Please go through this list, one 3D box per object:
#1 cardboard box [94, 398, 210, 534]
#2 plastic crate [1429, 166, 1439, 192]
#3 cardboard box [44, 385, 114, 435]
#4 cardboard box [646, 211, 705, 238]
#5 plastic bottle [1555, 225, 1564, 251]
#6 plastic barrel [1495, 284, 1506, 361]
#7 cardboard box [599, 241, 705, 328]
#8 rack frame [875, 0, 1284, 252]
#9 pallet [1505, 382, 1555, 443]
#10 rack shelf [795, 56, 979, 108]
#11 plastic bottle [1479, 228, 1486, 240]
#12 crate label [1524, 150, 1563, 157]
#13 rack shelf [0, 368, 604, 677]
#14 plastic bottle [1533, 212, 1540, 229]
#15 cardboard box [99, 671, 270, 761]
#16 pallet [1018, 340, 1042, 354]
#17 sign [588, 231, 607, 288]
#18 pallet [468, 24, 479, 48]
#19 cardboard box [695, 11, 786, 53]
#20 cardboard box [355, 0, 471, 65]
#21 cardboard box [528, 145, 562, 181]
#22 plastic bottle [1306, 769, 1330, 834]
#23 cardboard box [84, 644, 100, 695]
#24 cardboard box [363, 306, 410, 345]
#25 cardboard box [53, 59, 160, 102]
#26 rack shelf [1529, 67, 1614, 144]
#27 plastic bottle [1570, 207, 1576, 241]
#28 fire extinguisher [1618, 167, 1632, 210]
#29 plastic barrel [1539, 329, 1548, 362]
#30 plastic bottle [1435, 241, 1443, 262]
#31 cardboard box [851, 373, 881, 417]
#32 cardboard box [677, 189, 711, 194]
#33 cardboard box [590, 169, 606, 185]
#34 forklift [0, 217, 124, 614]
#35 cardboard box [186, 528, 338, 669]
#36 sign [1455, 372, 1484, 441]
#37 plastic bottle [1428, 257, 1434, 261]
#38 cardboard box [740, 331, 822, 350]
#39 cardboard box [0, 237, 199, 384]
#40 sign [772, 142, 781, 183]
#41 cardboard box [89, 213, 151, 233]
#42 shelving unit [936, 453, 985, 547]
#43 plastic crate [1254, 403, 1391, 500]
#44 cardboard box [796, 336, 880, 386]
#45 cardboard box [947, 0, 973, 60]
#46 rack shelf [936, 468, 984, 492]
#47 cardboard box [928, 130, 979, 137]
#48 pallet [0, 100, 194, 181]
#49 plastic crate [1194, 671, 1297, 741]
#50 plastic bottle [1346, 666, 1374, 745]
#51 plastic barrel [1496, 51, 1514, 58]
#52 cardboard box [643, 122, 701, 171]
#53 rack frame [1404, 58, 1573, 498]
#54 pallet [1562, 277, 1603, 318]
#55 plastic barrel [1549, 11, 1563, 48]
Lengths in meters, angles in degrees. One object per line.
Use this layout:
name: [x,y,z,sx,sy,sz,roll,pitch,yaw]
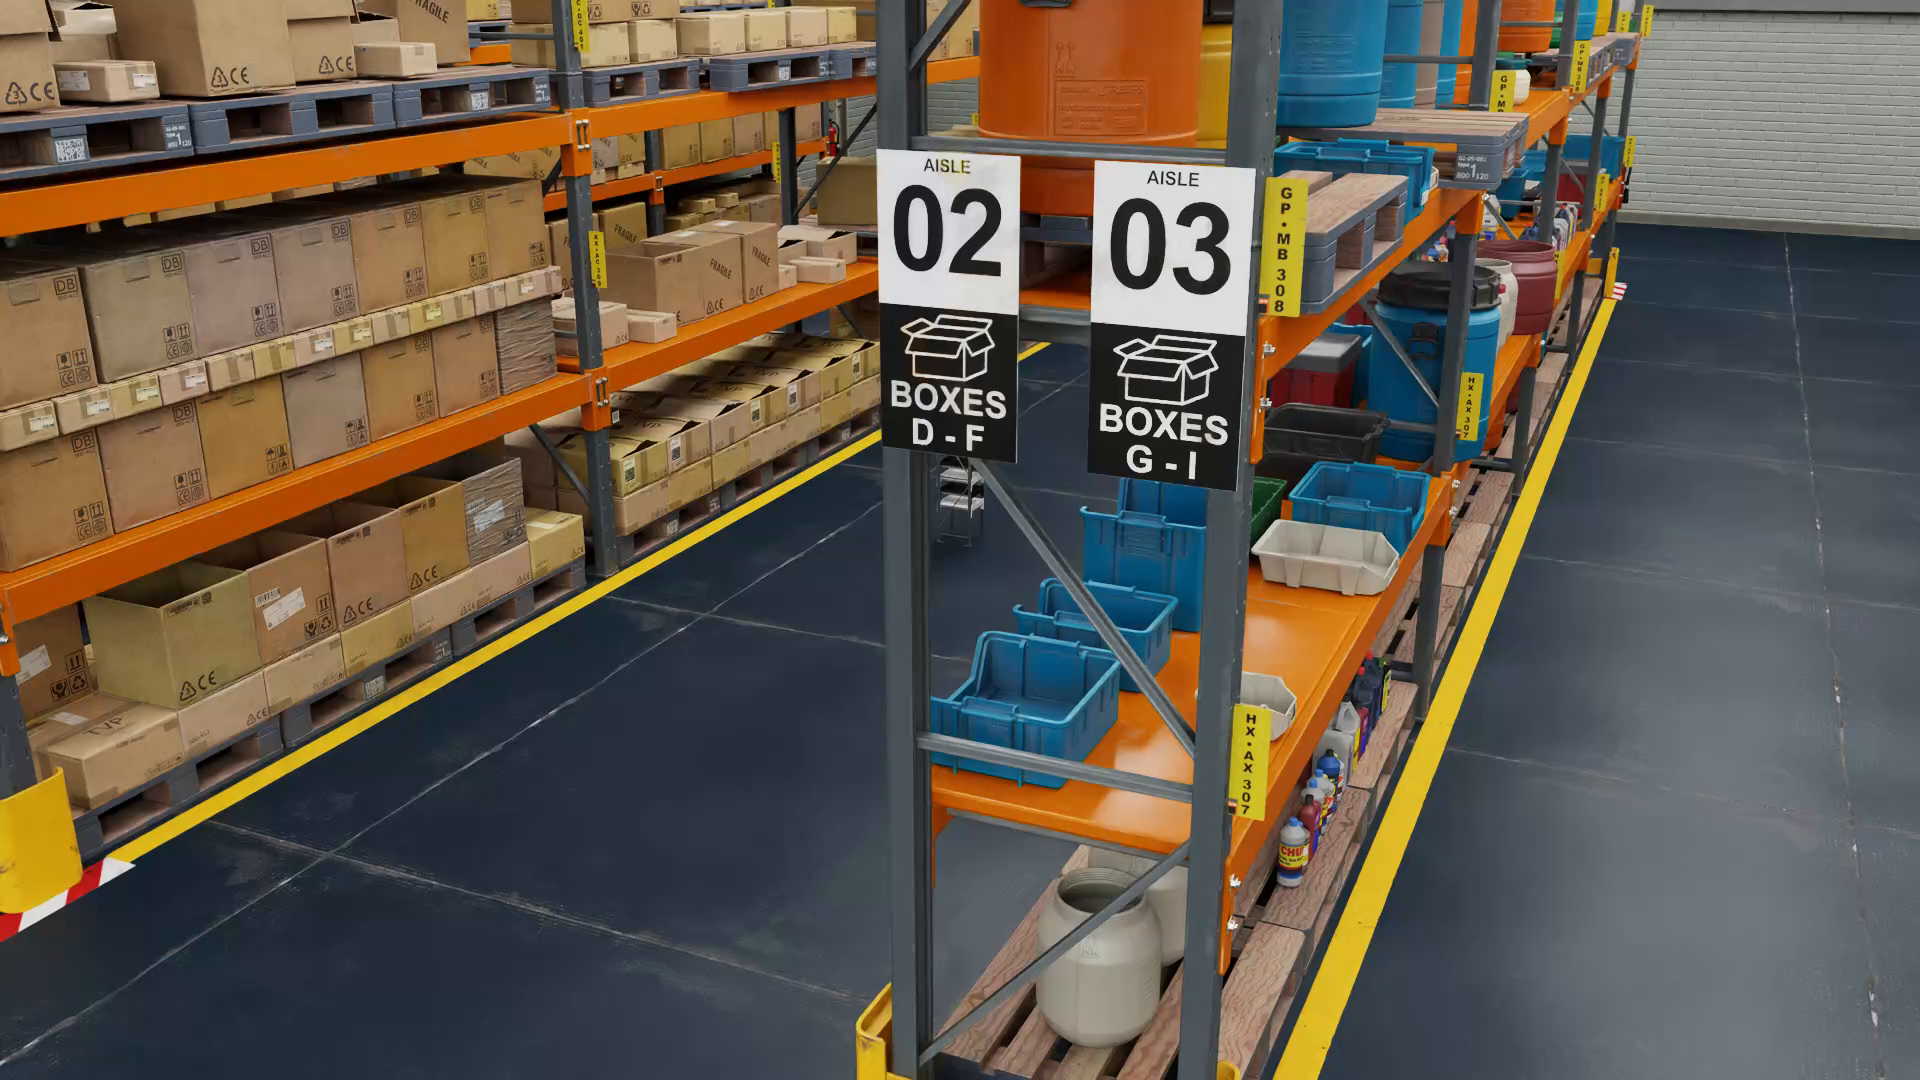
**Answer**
cardboard box: [-3.836,-0.385,7.425,0.700,0.500,0.500,9,22,24]
plastic crate: [1.618,-1.321,6.122,0.243,0.136,0.396,9,21,23]
cardboard box: [-3.786,-0.560,6.949,0.380,0.149,0.250,8,21,21]
cardboard box: [-3.456,-3.617,19.767,0.700,0.500,0.500,9,21,23]
plastic bottle: [4.810,-2.422,13.488,0.152,0.276,0.135,9,21,23]
plastic barrel: [2.976,-1.261,9.834,0.433,0.535,0.433,0,20,0]
cardboard box: [-2.066,-1.699,11.121,0.500,0.500,0.500,10,22,27]
rack frame: [0.268,-2.181,3.673,1.000,3.000,0.127,9,21,23]
pallet: [4.330,-1.105,13.761,1.003,0.211,1.213,9,21,23]
rack shelf: [-0.154,-4.167,14.806,1.077,0.370,4.000,9,21,23]
plastic bottle: [4.293,-2.475,13.748,0.097,0.201,0.097,0,20,0]
crate label: [6.419,-4.165,18.364,0.416,0.233,0.303,9,21,23]
rack shelf: [-3.430,-0.308,8.432,1.077,0.370,4.000,9,21,23]
plastic bottle: [4.897,-2.637,13.982,0.144,0.351,0.185,9,21,23]
cardboard box: [-3.625,0.775,7.789,0.500,0.250,0.500,9,21,23]
pallet: [0.366,-2.136,16.661,1.003,0.211,1.213,9,21,23]
sign: [-2.104,-1.628,9.660,0.100,0.325,0.005,9,21,23]
pallet: [-5.279,-4.688,15.480,1.213,0.211,1.003,10,22,25]
cardboard box: [-1.550,-3.539,11.564,0.500,0.250,0.500,8,21,22]
cardboard box: [-3.058,-2.865,9.086,0.500,0.500,0.500,10,22,27]
cardboard box: [-4.428,-3.940,16.949,0.500,0.500,0.500,9,22,24]
plastic bottle: [1.476,1.077,6.880,0.097,0.271,0.097,0,20,0]
cardboard box: [-4.105,0.703,7.992,0.500,0.250,0.500,9,21,23]
cardboard box: [-3.048,-1.111,8.498,0.380,0.149,0.250,9,22,24]
cardboard box: [-3.606,-1.930,6.981,0.380,0.149,0.250,9,21,23]
rack shelf: [4.363,-3.486,12.892,1.077,0.370,4.000,9,21,23]
plastic bottle: [5.263,-2.726,14.332,0.061,0.283,0.133,9,21,23]
fire extinguisher: [7.297,-4.018,18.461,0.296,0.674,0.183,9,21,23]
plastic barrel: [4.944,-2.068,14.813,0.600,0.901,0.708,9,21,23]
plastic bottle: [3.639,-2.144,12.714,0.097,0.271,0.097,0,20,0]
cardboard box: [-0.966,-1.189,13.313,0.500,0.250,0.500,9,22,24]
cardboard box: [-3.271,-4.225,20.508,0.380,0.149,0.250,9,21,23]
cardboard box: [-4.020,-3.889,17.773,0.380,0.149,0.250,9,21,23]
forklift: [-5.193,-1.254,10.121,1.130,2.935,3.031,8,21,22]
cardboard box: [-3.430,0.268,8.097,0.500,0.500,0.500,9,21,23]
sign: [2.404,-0.629,7.848,0.100,0.325,0.005,9,21,23]
plastic bottle: [3.519,-2.022,12.474,0.097,0.201,0.097,0,20,0]
cardboard box: [-1.455,-1.528,13.428,0.500,0.311,0.500,9,22,25]
cardboard box: [-3.814,-1.013,7.254,0.700,0.500,0.500,8,21,21]
sign: [-1.472,-3.061,13.489,0.100,0.325,0.005,9,21,23]
cardboard box: [-6.657,-2.512,12.750,0.700,0.500,0.500,11,22,28]
shelving unit: [0.003,-0.426,10.825,0.258,0.900,0.210,9,21,23]
plastic crate: [1.576,-0.406,7.726,0.767,0.338,0.504,9,21,23]
cardboard box: [-0.963,-1.454,13.220,0.500,0.311,0.500,9,22,24]
cardboard box: [-0.403,-4.394,14.223,0.910,0.500,0.500,9,21,23]
rack shelf: [0.003,-0.395,10.836,0.258,0.077,0.200,9,21,23]
cardboard box: [0.043,-3.616,15.884,0.700,0.500,0.500,12,23,31]
pallet: [-3.936,-1.620,6.702,1.003,0.211,1.213,9,21,23]
plastic crate: [0.928,0.540,5.367,0.298,0.136,0.250,9,21,23]
plastic bottle: [1.827,0.758,7.657,0.144,0.351,0.185,7,21,20]
plastic barrel: [3.490,-3.058,10.846,0.294,0.245,0.294,0,20,0]
cardboard box: [-3.619,-4.687,19.225,0.980,0.700,0.700,9,21,24]
rack frame: [3.544,-1.800,11.555,1.000,3.000,0.127,9,21,23]
pallet: [6.447,-2.685,18.205,1.003,0.211,1.213,9,21,23]
plastic barrel: [4.188,-3.631,11.830,0.294,0.245,0.294,0,20,0]
